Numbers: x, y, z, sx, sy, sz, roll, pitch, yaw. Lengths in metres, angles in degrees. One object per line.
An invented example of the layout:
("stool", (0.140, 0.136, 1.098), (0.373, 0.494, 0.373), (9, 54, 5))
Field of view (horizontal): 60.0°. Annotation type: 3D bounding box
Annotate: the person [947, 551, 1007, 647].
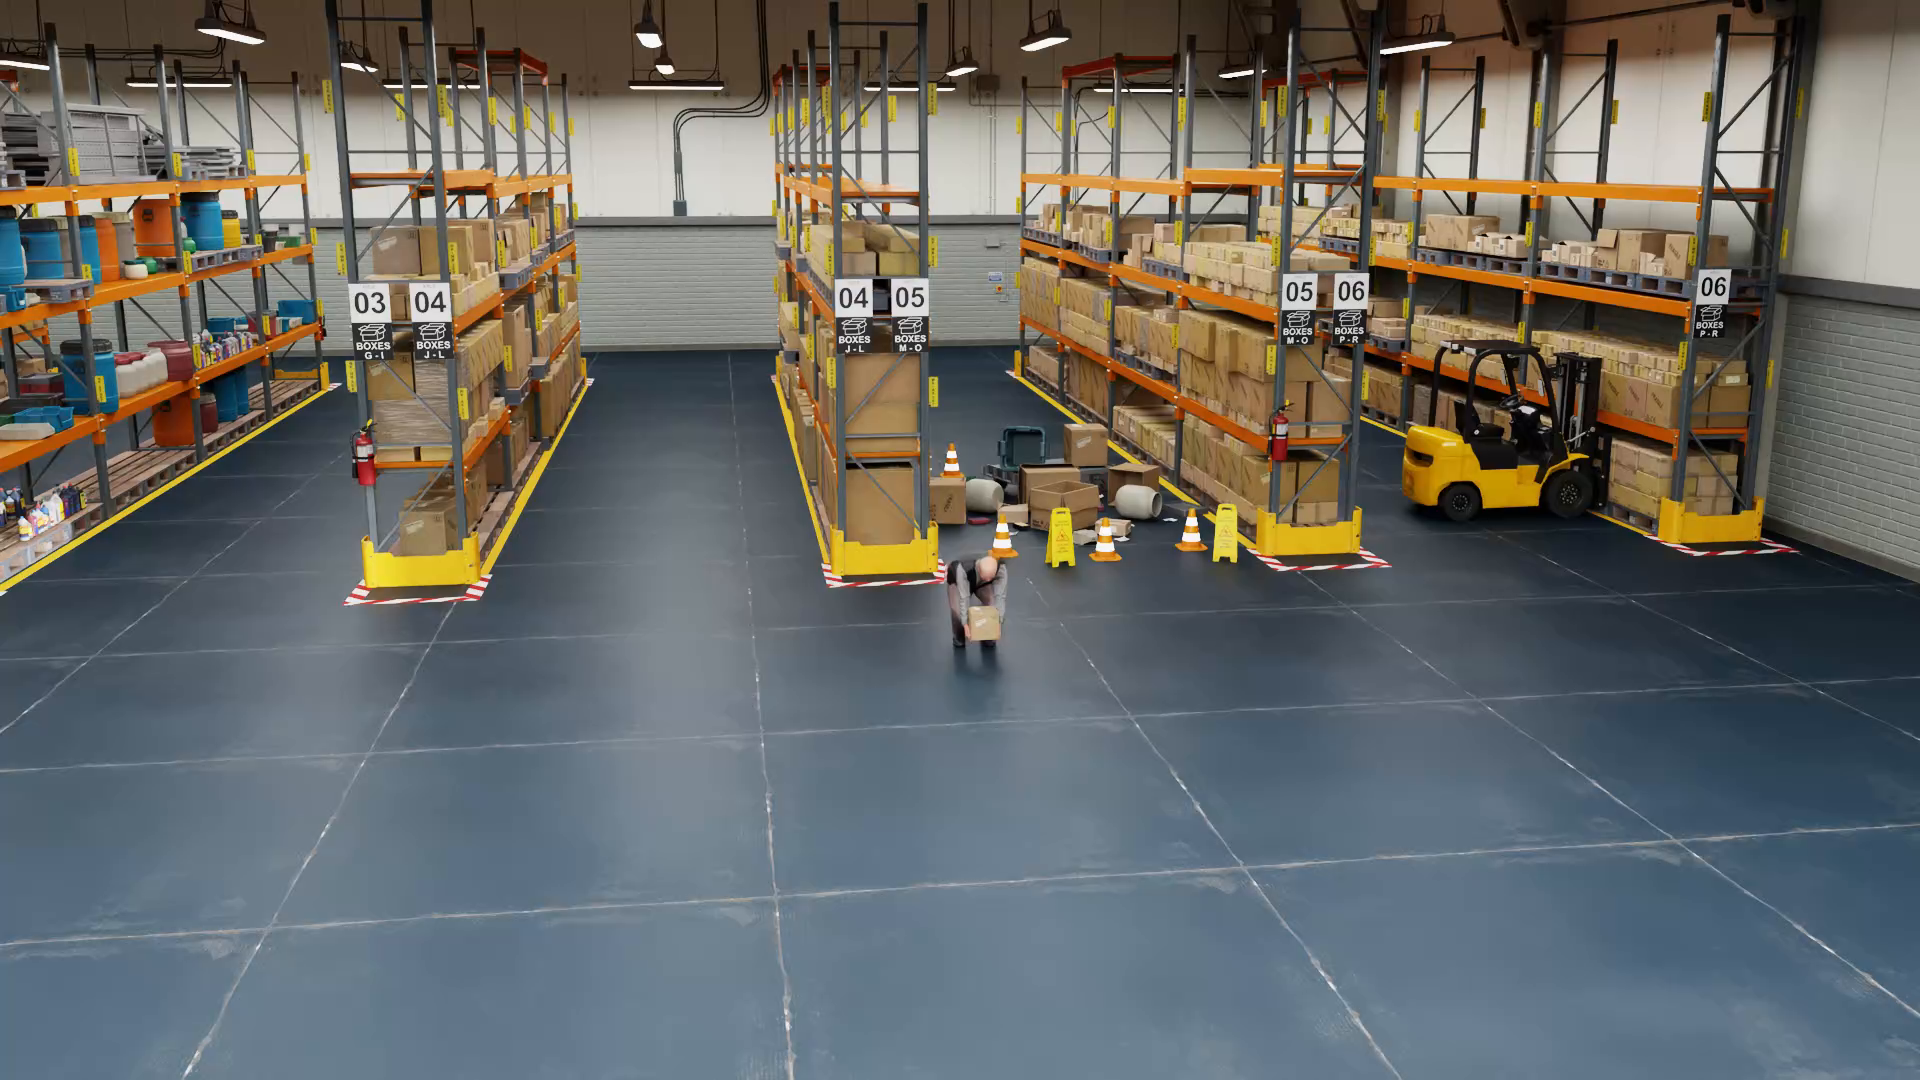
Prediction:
("person", (0.156, 0.538, 15.425), (0.509, 0.957, 0.906), (-2, 13, -10))
